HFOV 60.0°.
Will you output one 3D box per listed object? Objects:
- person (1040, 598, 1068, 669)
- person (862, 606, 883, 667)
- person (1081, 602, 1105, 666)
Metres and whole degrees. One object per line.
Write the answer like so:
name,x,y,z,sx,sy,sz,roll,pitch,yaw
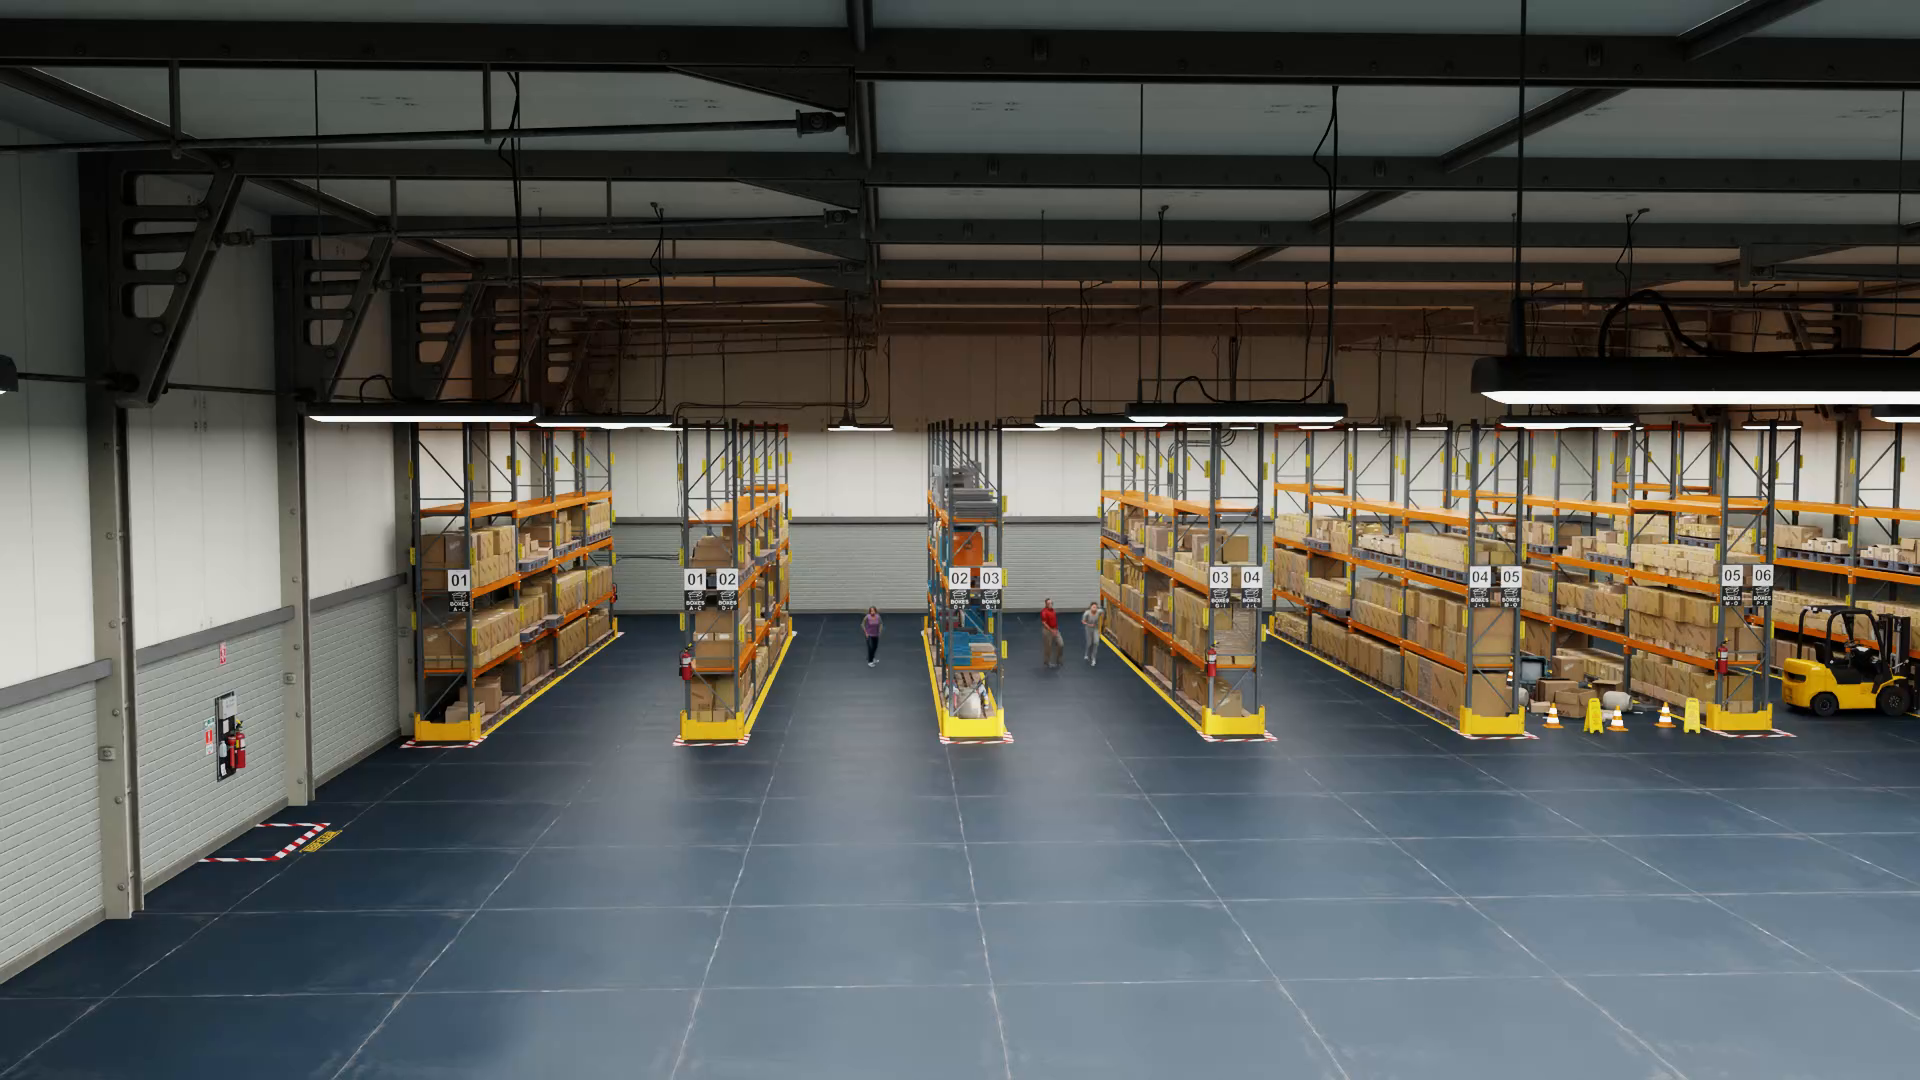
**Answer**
person,2.235,2.287,40.428,0.707,1.740,0.640,-3,5,-40
person,-2.155,2.351,40.930,0.571,1.519,0.804,-2,4,-27
person,3.286,2.307,41.402,0.610,1.626,0.954,0,4,-8
